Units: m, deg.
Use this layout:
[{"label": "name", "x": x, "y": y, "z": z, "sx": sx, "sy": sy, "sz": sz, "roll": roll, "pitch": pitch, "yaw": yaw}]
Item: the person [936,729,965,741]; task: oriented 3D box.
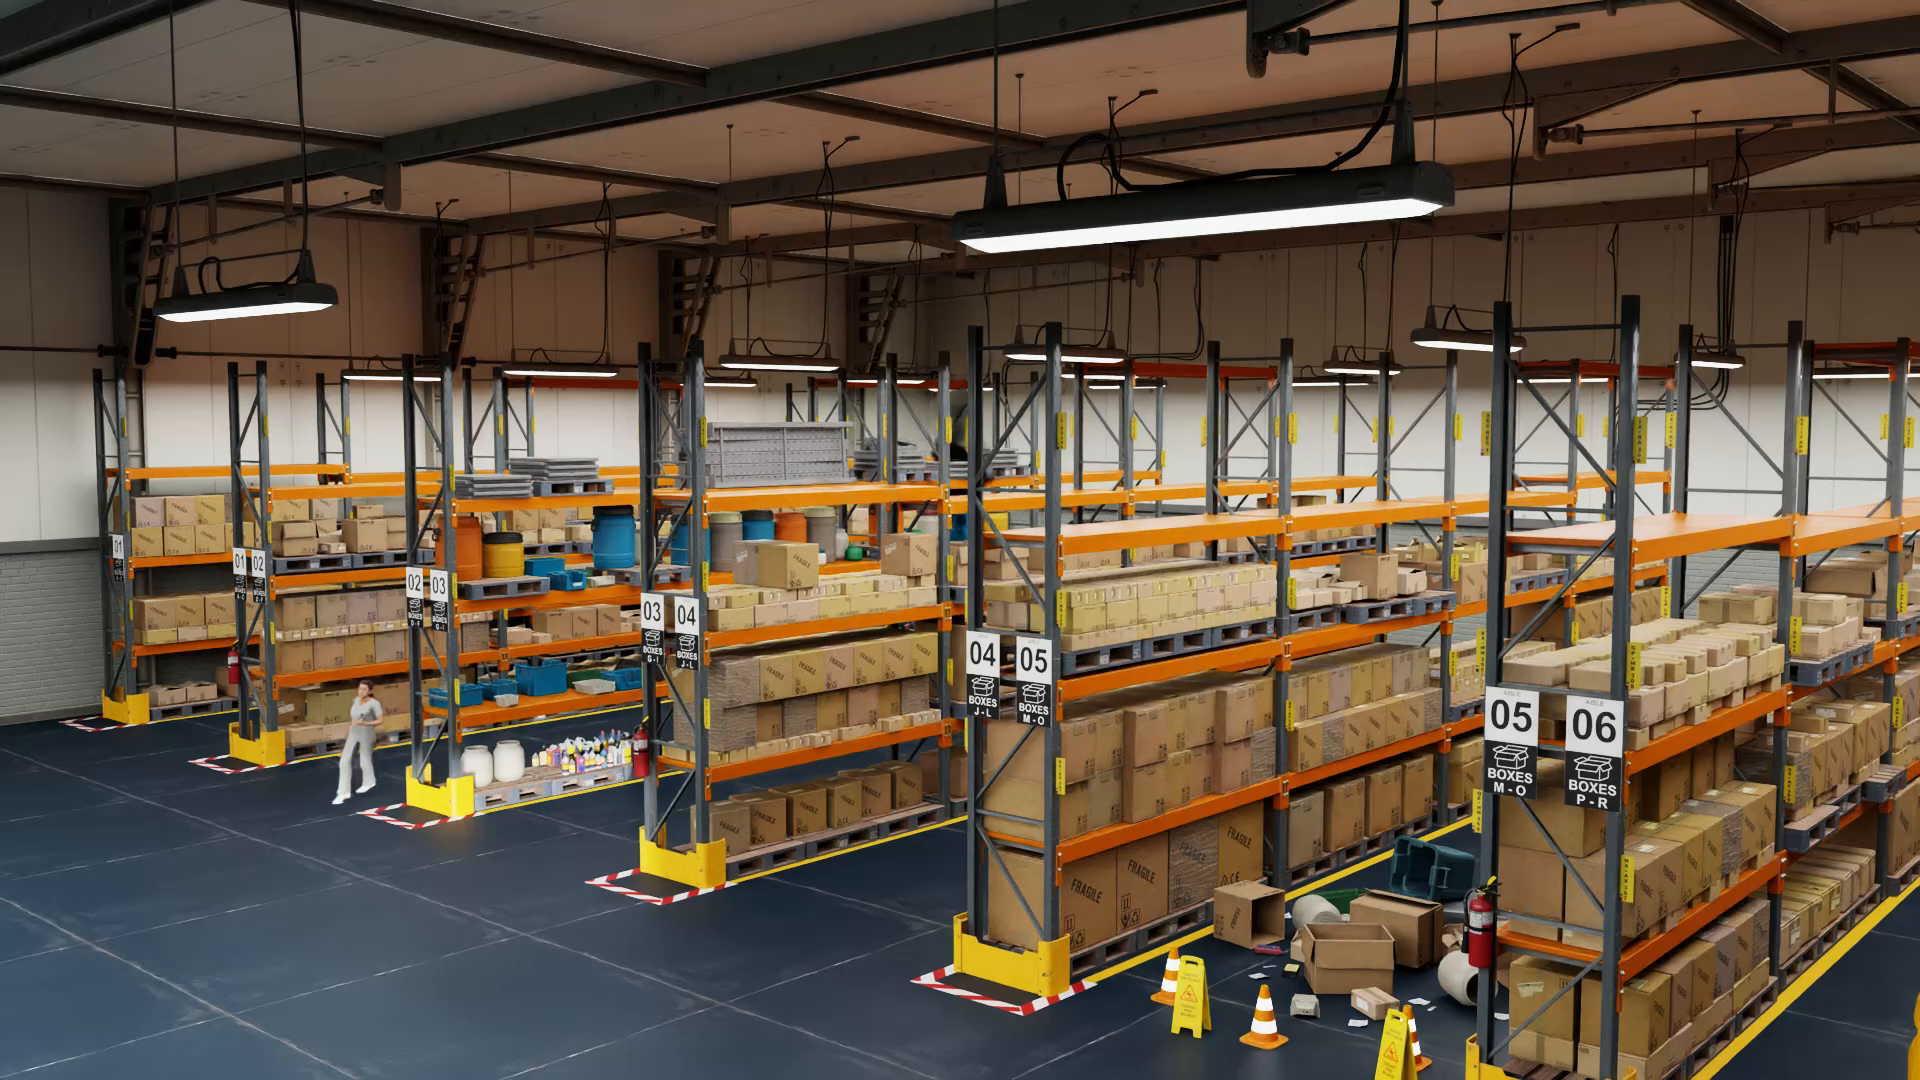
[{"label": "person", "x": -0.100, "y": 2.475, "z": 24.994, "sx": 0.741, "sy": 1.737, "sz": 0.709, "roll": 3, "pitch": 5, "yaw": 37}]

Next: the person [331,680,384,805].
[{"label": "person", "x": -8.036, "y": 2.705, "z": 22.487, "sx": 0.640, "sy": 1.691, "sz": 0.792, "roll": 1, "pitch": 4, "yaw": 10}]
